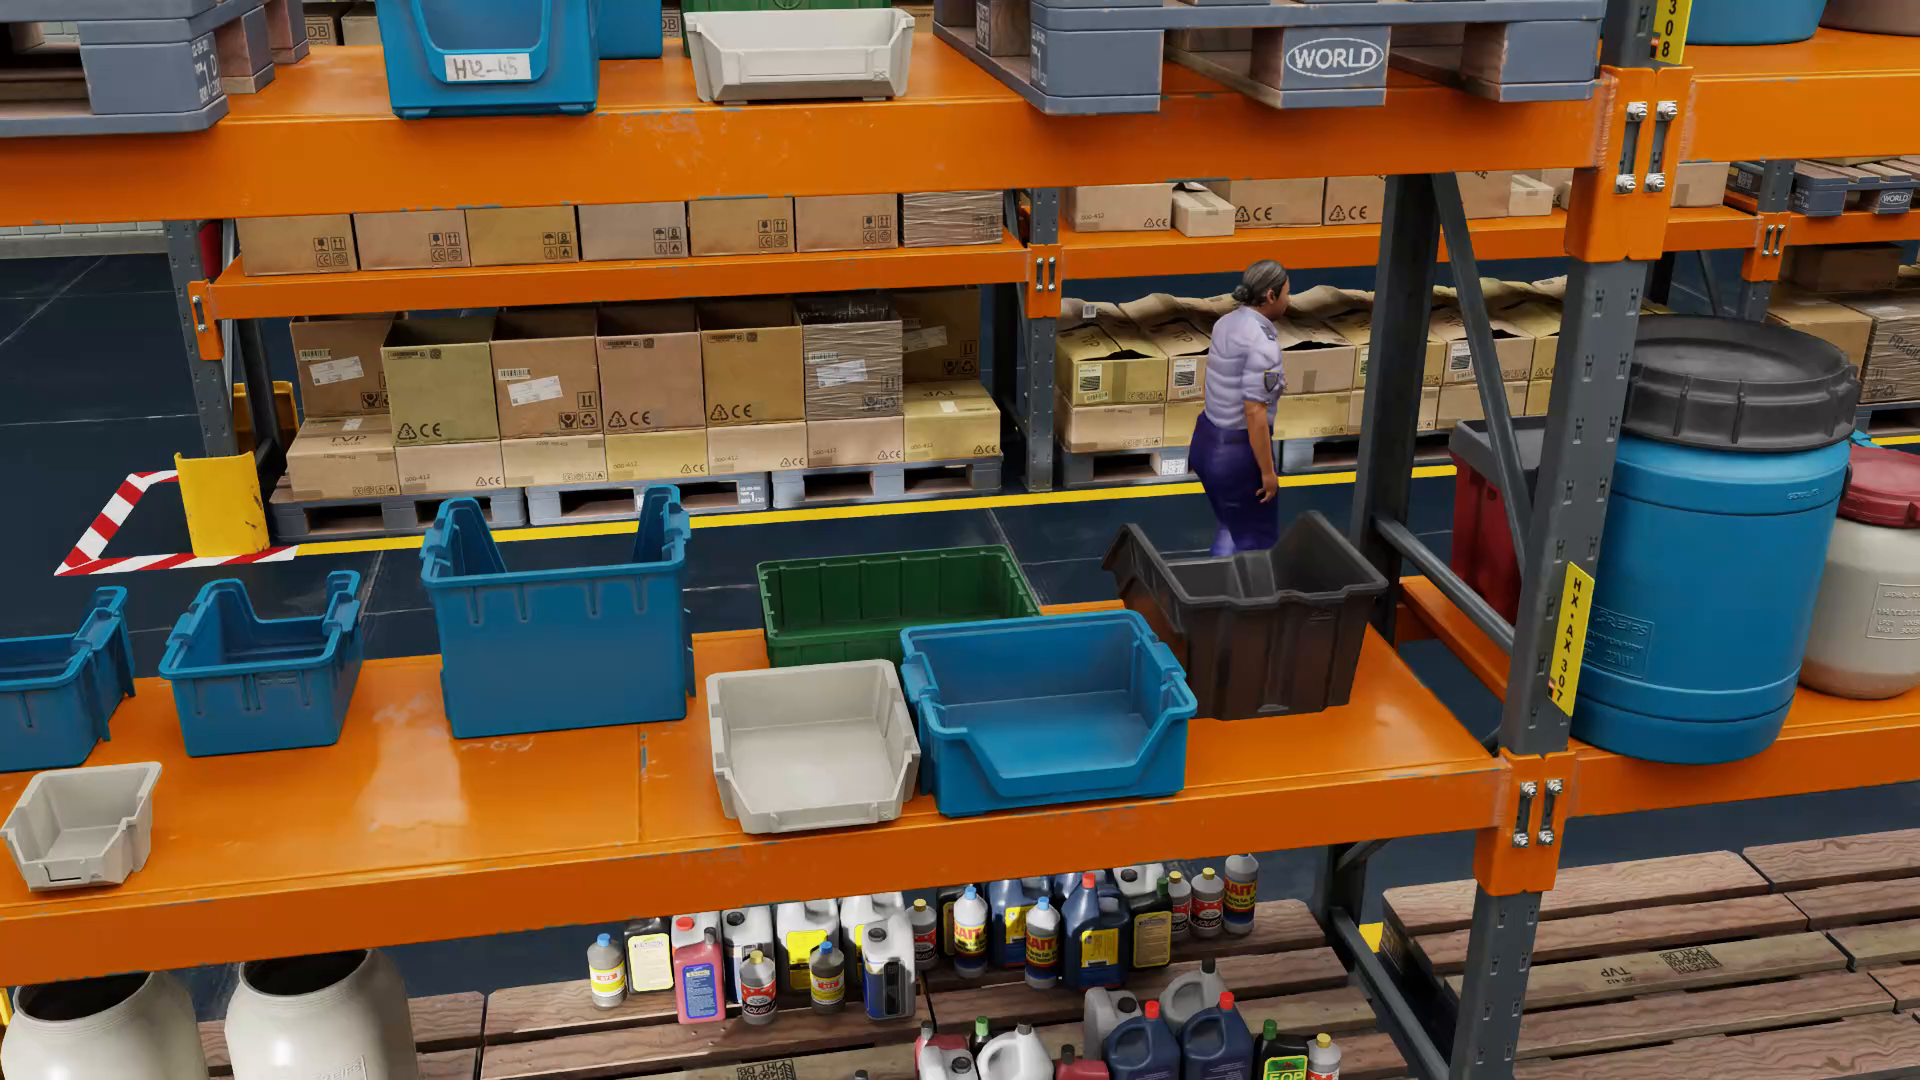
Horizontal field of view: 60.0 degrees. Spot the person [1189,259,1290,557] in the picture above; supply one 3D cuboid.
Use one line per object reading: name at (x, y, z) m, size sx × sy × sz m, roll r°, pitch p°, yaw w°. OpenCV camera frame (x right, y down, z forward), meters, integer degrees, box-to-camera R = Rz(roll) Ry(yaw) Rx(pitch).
person at (1.192, -0.333, 6.894) m, size 0.425 × 1.636 × 0.555 m, roll -6°, pitch 24°, yaw -13°
